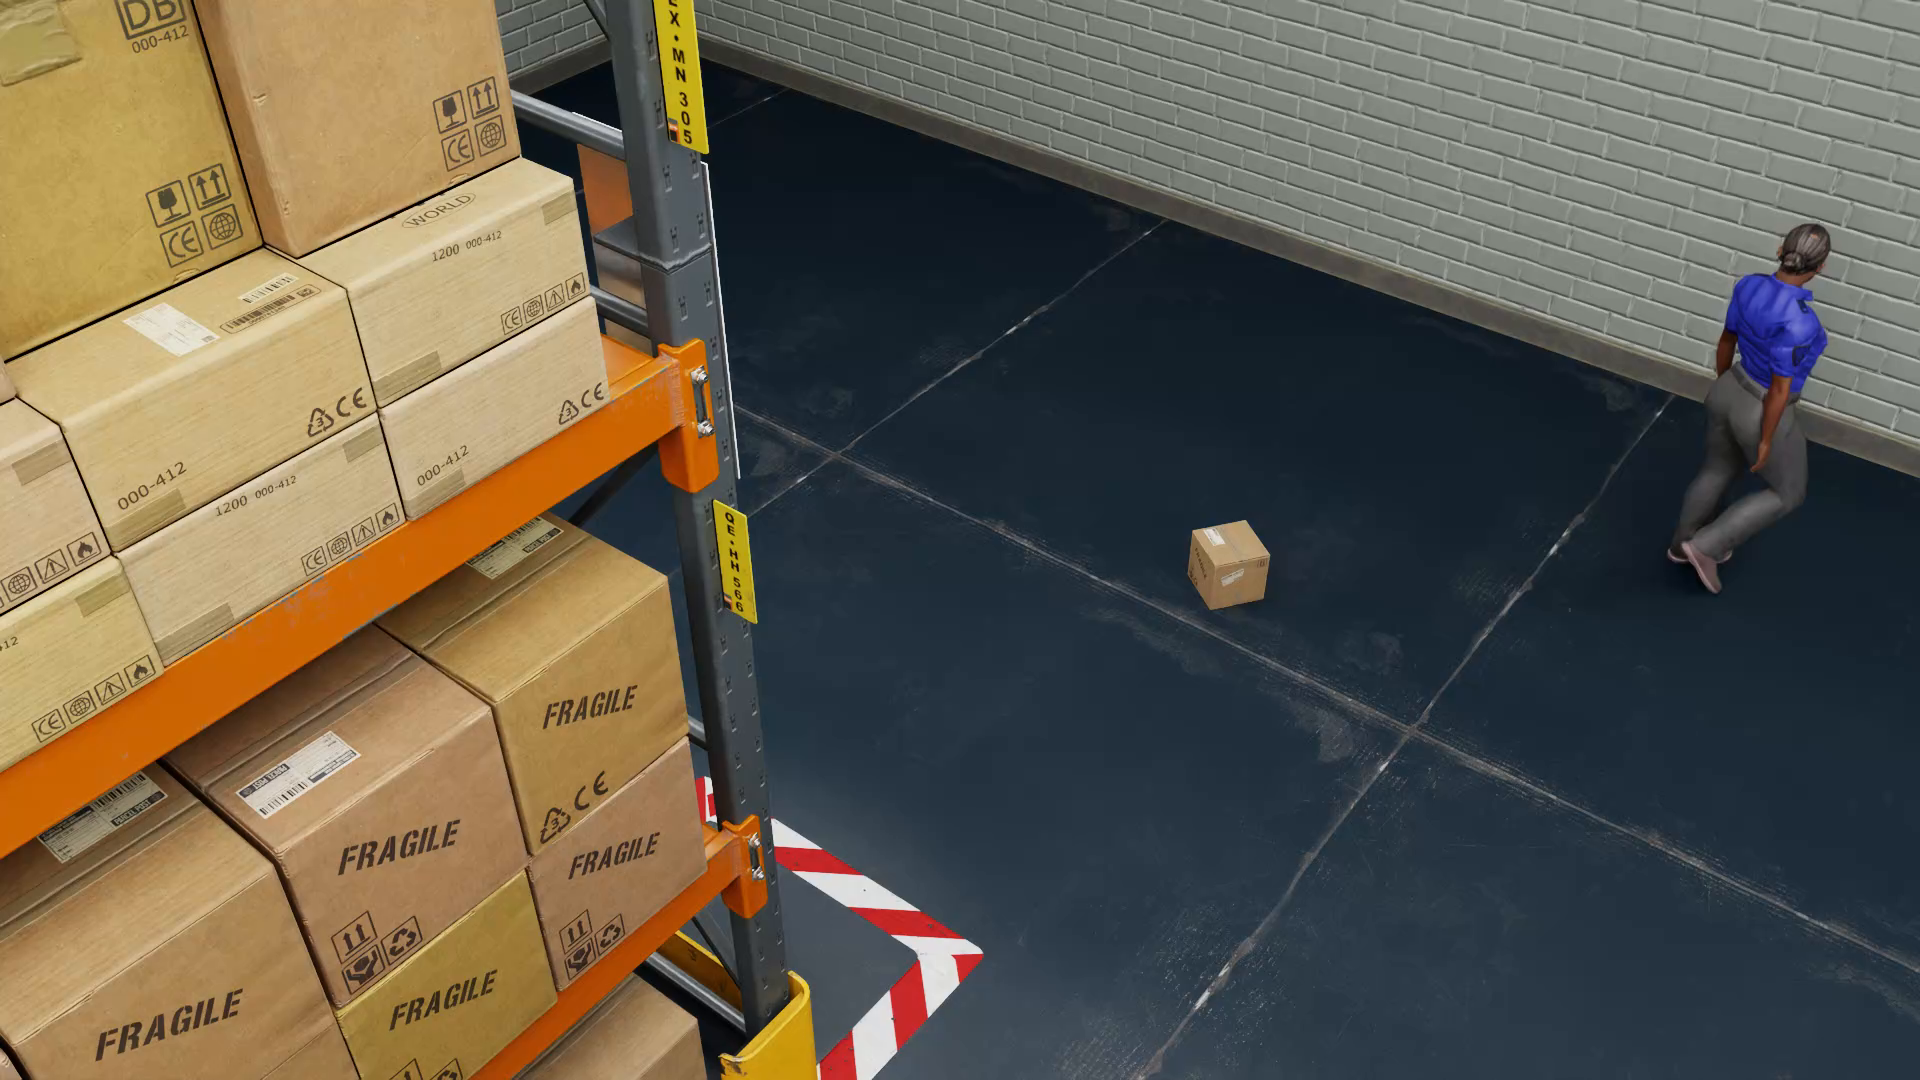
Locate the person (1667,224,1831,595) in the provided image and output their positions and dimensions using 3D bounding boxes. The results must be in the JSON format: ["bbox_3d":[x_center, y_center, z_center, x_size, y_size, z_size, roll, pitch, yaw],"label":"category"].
[{"bbox_3d":[3.255,-0.519,6.784,0.397,1.676,0.474,-8,40,-9],"label":"person"}]
